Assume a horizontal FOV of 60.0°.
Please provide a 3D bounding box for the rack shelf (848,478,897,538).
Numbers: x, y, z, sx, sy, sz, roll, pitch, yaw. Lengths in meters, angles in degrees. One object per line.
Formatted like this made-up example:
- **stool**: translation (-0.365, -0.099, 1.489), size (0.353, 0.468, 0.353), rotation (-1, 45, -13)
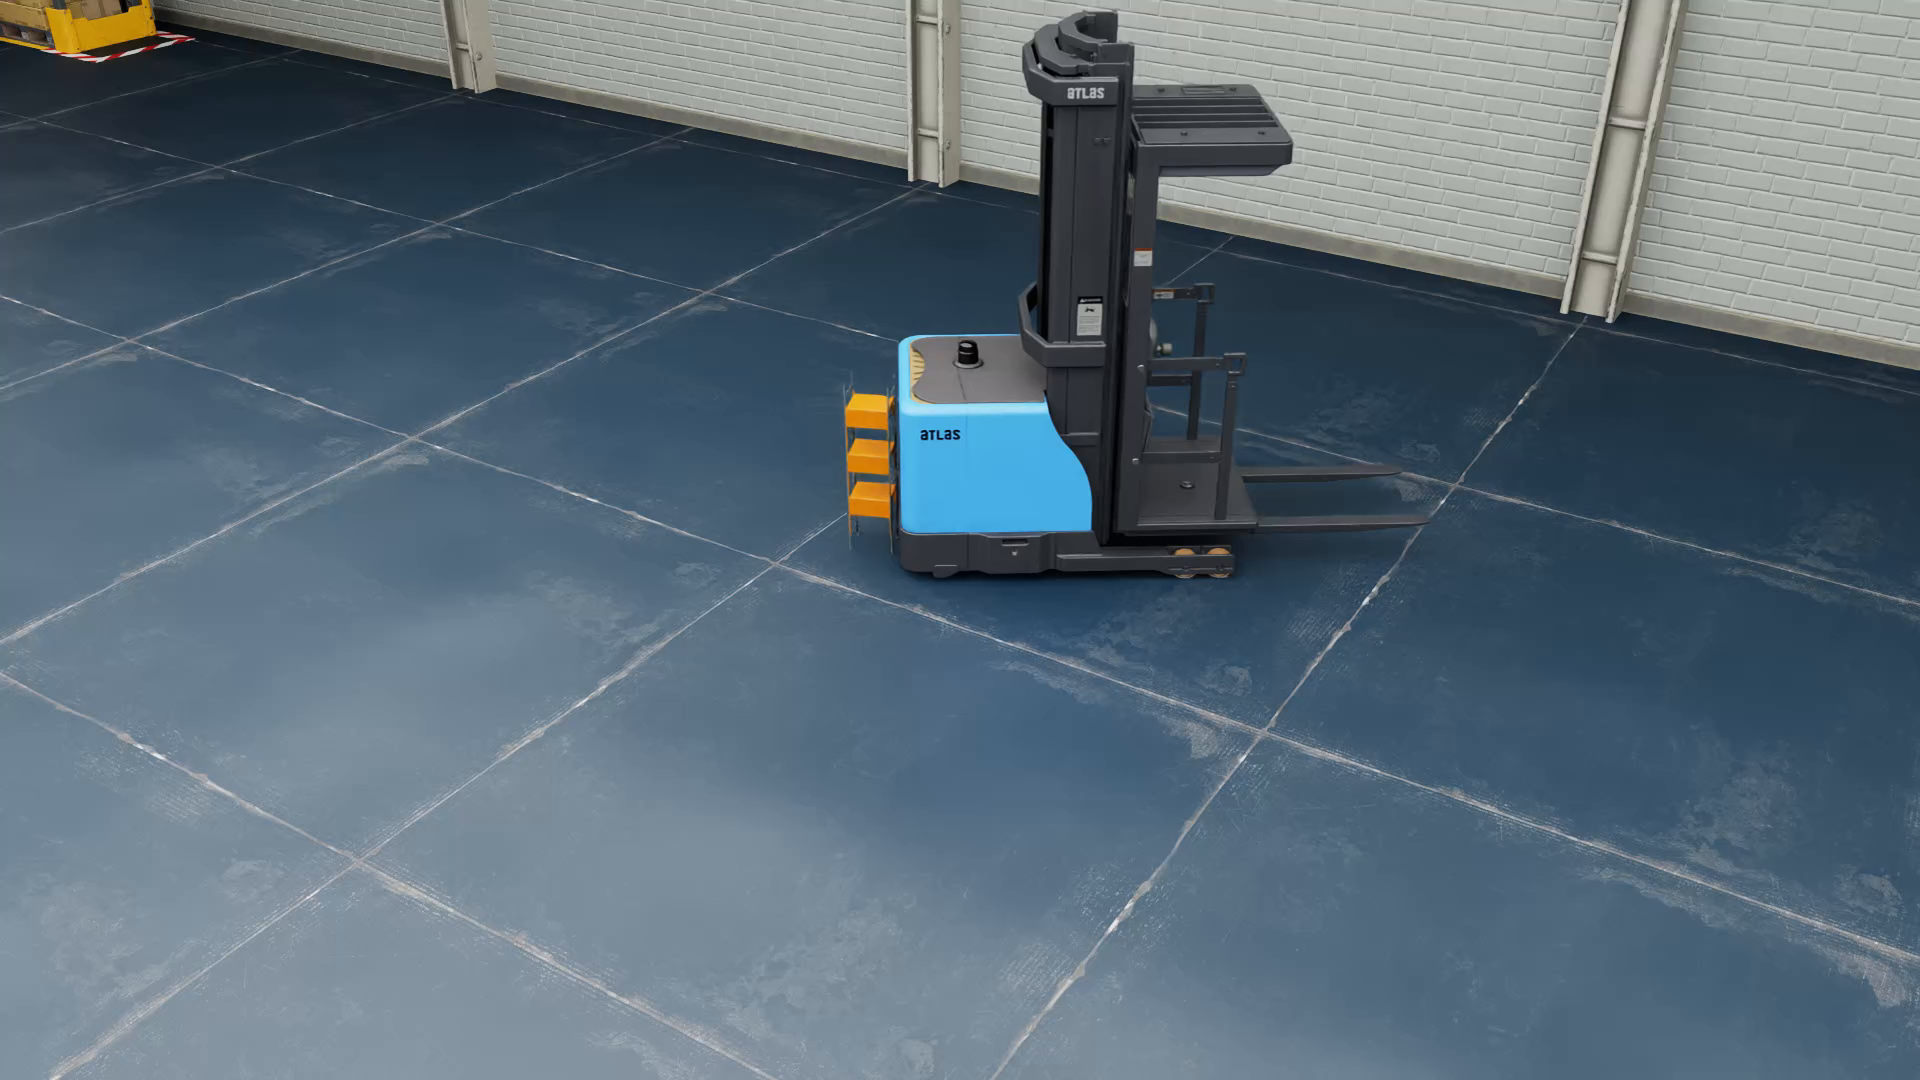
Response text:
- **rack shelf**: translation (-0.500, -0.184, 9.595), size (0.240, 0.259, 0.215), rotation (5, 31, 8)

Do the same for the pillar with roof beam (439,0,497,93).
- **pillar with roof beam**: translation (-7.609, -7.021, 12.854), size (0.400, 9.000, 9.100), rotation (18, 35, 27)

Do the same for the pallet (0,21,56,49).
- **pallet**: translation (-10.961, -6.285, 20.314), size (1.213, 0.211, 1.003), rotation (18, 35, 27)

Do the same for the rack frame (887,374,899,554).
- **rack frame**: translation (-0.379, -0.423, 9.432), size (0.008, 1.050, 0.200), rotation (5, 31, 8)

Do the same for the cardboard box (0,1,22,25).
- **cardboard box**: translation (-11.273, -6.425, 20.098), size (0.500, 0.250, 0.500), rotation (18, 35, 27)

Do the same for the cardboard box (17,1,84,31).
- **cardboard box**: translation (-10.857, -6.288, 19.863), size (0.500, 0.250, 0.500), rotation (18, 35, 28)

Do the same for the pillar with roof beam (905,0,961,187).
- **pillar with roof beam**: translation (-2.527, -5.413, 10.099), size (0.400, 9.000, 9.100), rotation (18, 35, 27)

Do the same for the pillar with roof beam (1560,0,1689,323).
- **pillar with roof beam**: translation (2.555, -3.806, 7.344), size (0.400, 9.000, 9.100), rotation (18, 35, 27)

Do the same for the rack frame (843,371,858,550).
- **rack frame**: translation (-0.620, -0.443, 9.468), size (0.008, 1.050, 0.200), rotation (5, 31, 8)

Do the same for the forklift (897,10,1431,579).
- **forklift**: translation (1.160, -1.316, 9.096), size (3.031, 2.935, 1.130), rotation (-1, 30, -2)

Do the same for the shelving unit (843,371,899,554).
- **shelving unit**: translation (-0.500, -0.433, 9.450), size (0.252, 1.050, 0.215), rotation (5, 31, 8)

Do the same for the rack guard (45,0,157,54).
- **rack guard**: translation (-10.271, -6.217, 19.910), size (0.348, 0.500, 1.175), rotation (18, 35, 27)

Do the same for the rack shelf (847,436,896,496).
- **rack shelf**: translation (-0.500, -0.424, 9.455), size (0.240, 0.259, 0.215), rotation (5, 31, 8)

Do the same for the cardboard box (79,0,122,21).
- **cardboard box**: translation (-10.603, -6.512, 20.247), size (0.500, 0.250, 0.500), rotation (18, 35, 28)

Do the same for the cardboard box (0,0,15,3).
- **cardboard box**: translation (-11.289, -6.648, 19.985), size (0.500, 0.250, 0.500), rotation (17, 34, 27)

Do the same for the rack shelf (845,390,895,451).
- **rack shelf**: translation (-0.500, -0.669, 9.312), size (0.240, 0.259, 0.215), rotation (5, 31, 8)

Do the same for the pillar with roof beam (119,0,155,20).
- **pillar with roof beam**: translation (-12.691, -8.628, 15.609), size (0.400, 9.000, 9.100), rotation (18, 35, 27)

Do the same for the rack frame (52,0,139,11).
- **rack frame**: translation (-10.291, -7.303, 19.291), size (0.127, 3.000, 1.000), rotation (18, 35, 27)

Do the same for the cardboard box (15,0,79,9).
- **cardboard box**: translation (-10.870, -6.510, 19.747), size (0.500, 0.250, 0.500), rotation (17, 34, 27)
